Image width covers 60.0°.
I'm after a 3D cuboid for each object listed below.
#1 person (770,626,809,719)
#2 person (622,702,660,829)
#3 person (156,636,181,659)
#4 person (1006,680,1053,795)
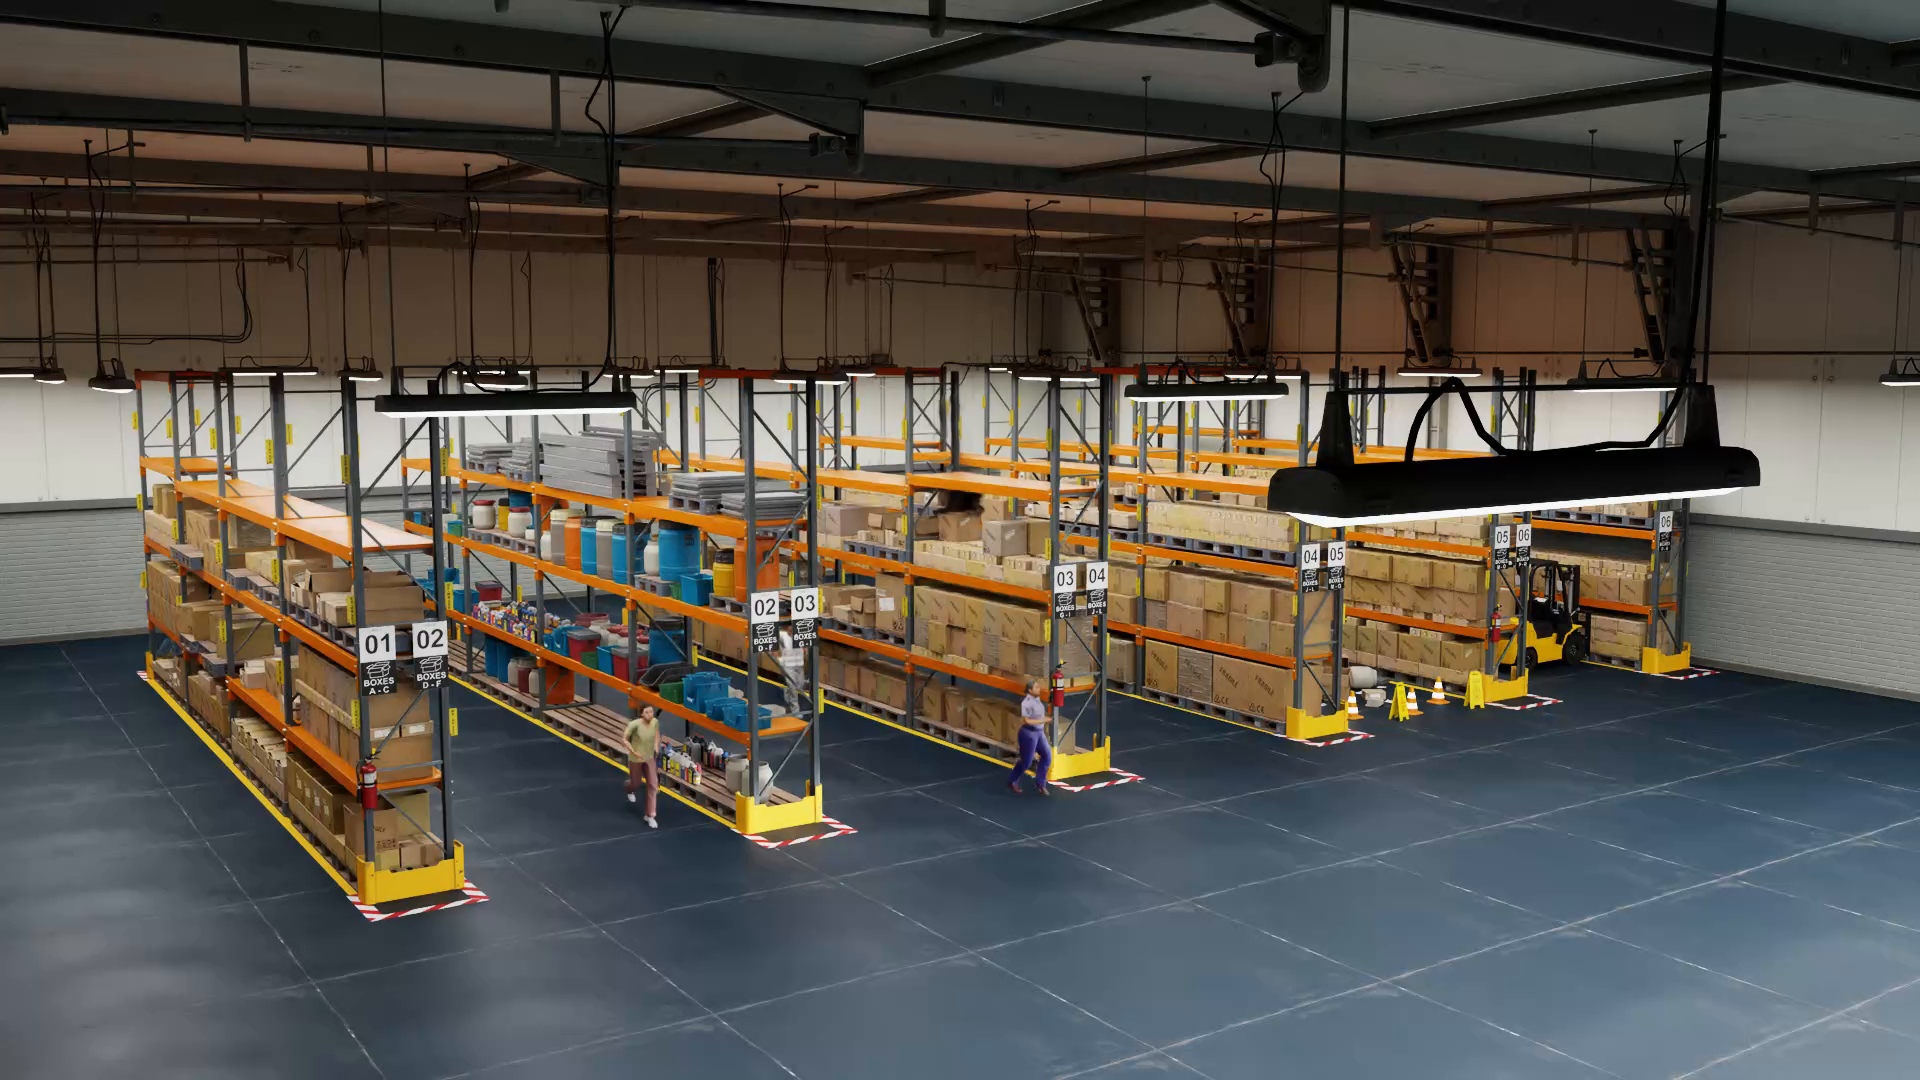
[{"bbox_3d":[-2.958,2.197,29.052,0.681,1.759,0.778,-4,8,-34],"label":"person"},{"bbox_3d":[-4.324,2.989,22.542,0.579,1.658,1.060,-4,8,-31],"label":"person"},{"bbox_3d":[-16.054,1.665,33.825,0.672,1.760,0.689,-2,7,-18],"label":"person"},{"bbox_3d":[1.007,2.850,23.796,0.714,1.723,0.647,3,7,25],"label":"person"}]
